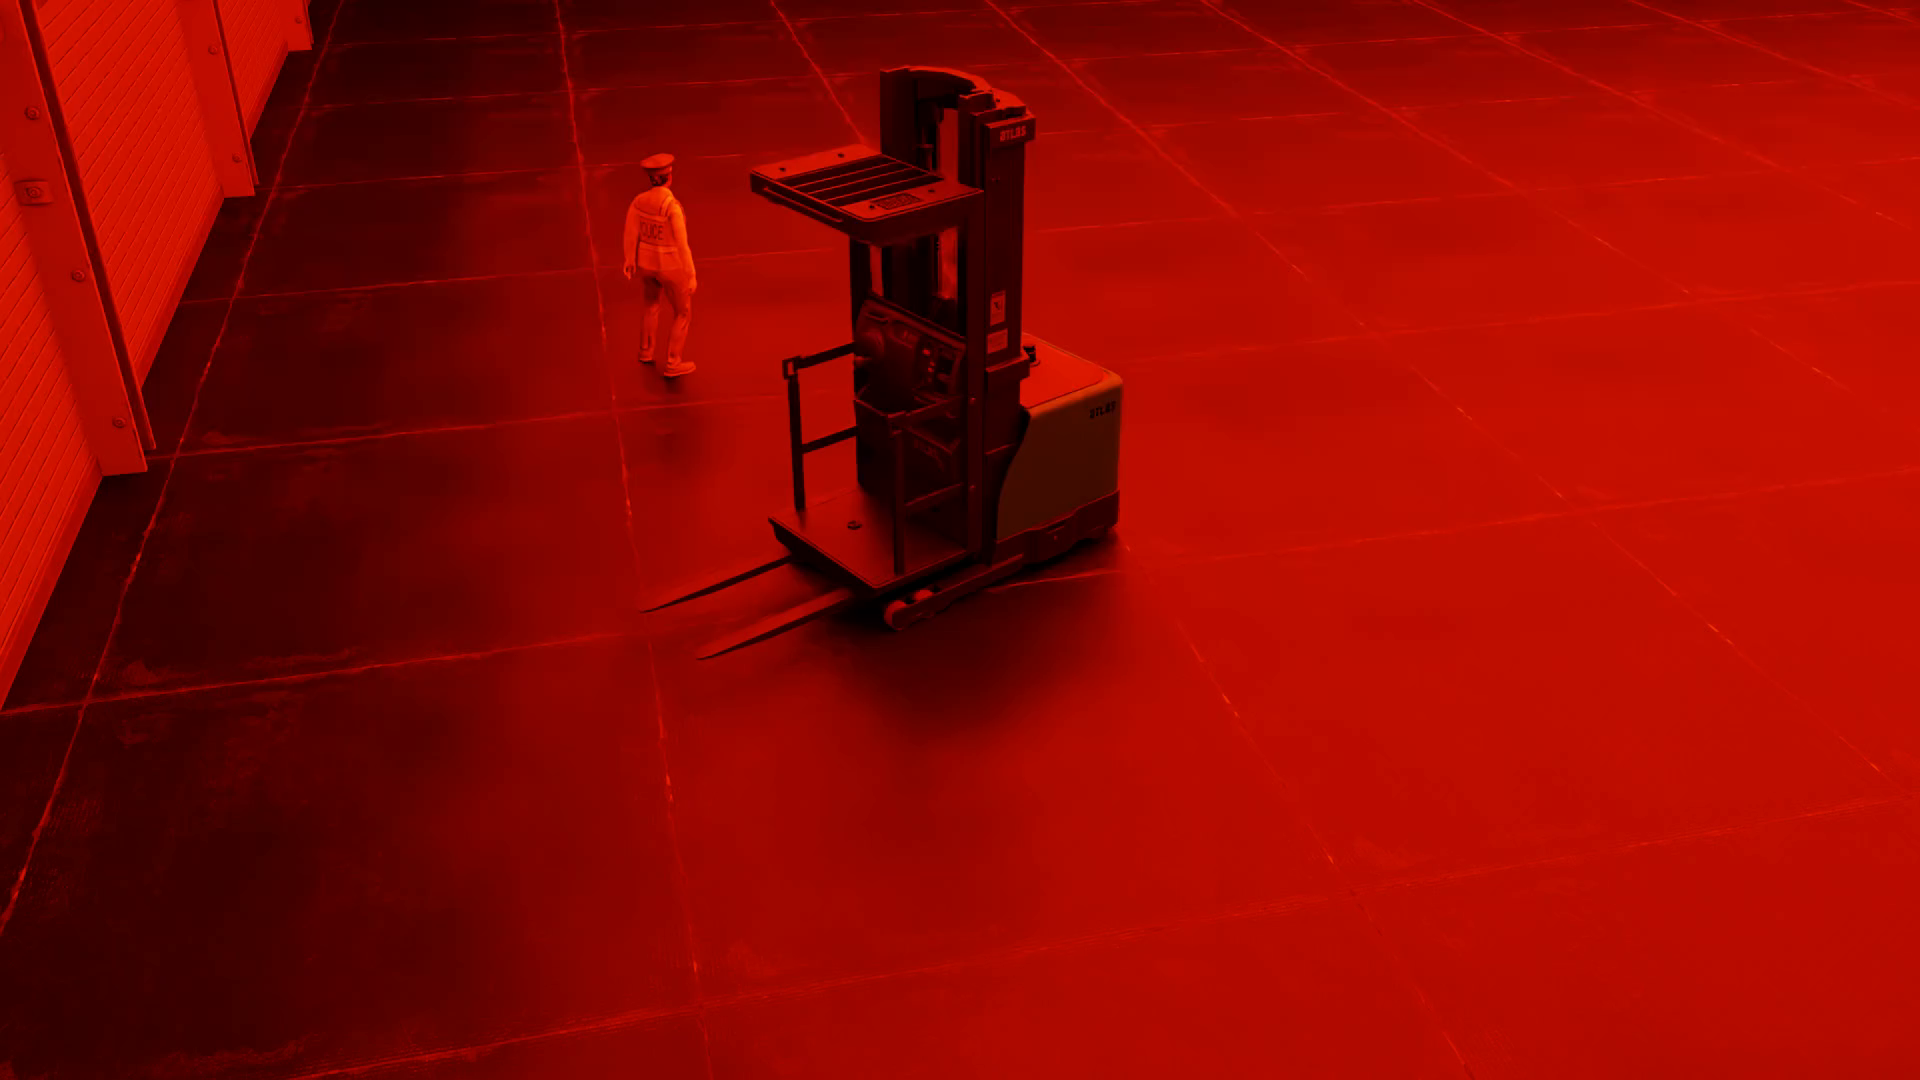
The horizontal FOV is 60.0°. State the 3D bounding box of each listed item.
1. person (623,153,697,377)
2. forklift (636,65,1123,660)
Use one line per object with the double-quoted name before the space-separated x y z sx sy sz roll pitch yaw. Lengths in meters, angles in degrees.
"person" -2.225 -2.036 12.403 0.784 1.629 0.381 18 34 28
"forklift" -0.455 -1.046 9.381 3.031 2.935 1.130 -23 37 -33
